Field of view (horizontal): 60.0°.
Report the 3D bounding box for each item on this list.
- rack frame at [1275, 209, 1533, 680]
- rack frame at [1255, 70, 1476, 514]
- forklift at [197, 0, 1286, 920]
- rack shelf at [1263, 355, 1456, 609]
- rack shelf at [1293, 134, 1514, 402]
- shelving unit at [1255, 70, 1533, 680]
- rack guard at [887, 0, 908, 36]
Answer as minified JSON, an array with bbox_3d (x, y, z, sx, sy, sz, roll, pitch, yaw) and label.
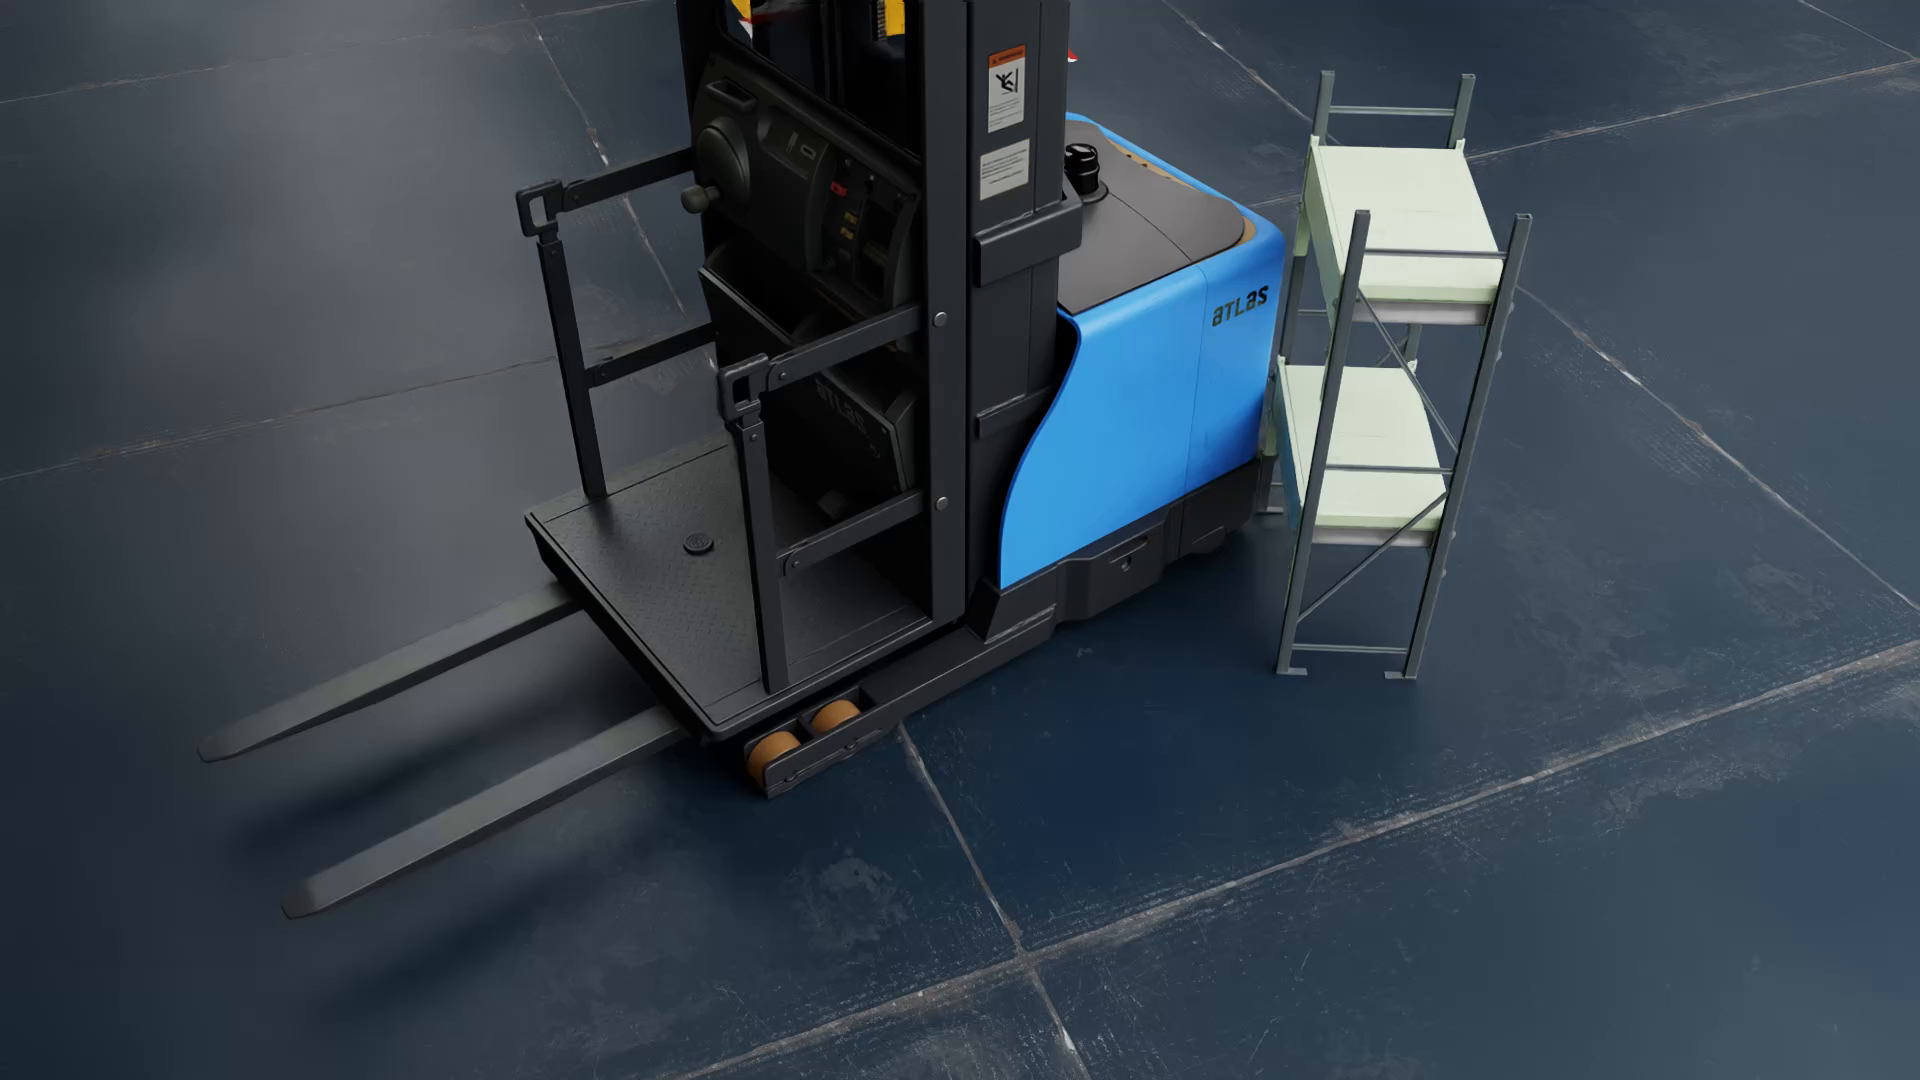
[{"bbox_3d":[1.111,-0.181,4.310,0.400,1.500,0.023,2,41,2],"label":"rack frame"},{"bbox_3d":[1.153,-0.657,4.864,0.400,1.500,0.023,2,41,2],"label":"rack frame"},{"bbox_3d":[-0.558,-0.825,3.961,3.031,2.935,1.130,-26,47,-27],"label":"forklift"},{"bbox_3d":[1.132,-0.172,4.799,0.431,0.370,0.720,2,41,2],"label":"rack shelf"},{"bbox_3d":[1.132,-0.715,4.332,0.431,0.370,0.720,2,41,2],"label":"rack shelf"},{"bbox_3d":[1.132,-0.419,4.587,0.431,1.500,0.755,2,41,2],"label":"shelving unit"},{"bbox_3d":[-0.354,-2.758,8.074,1.175,0.500,0.348,-15,43,-17],"label":"rack guard"}]
